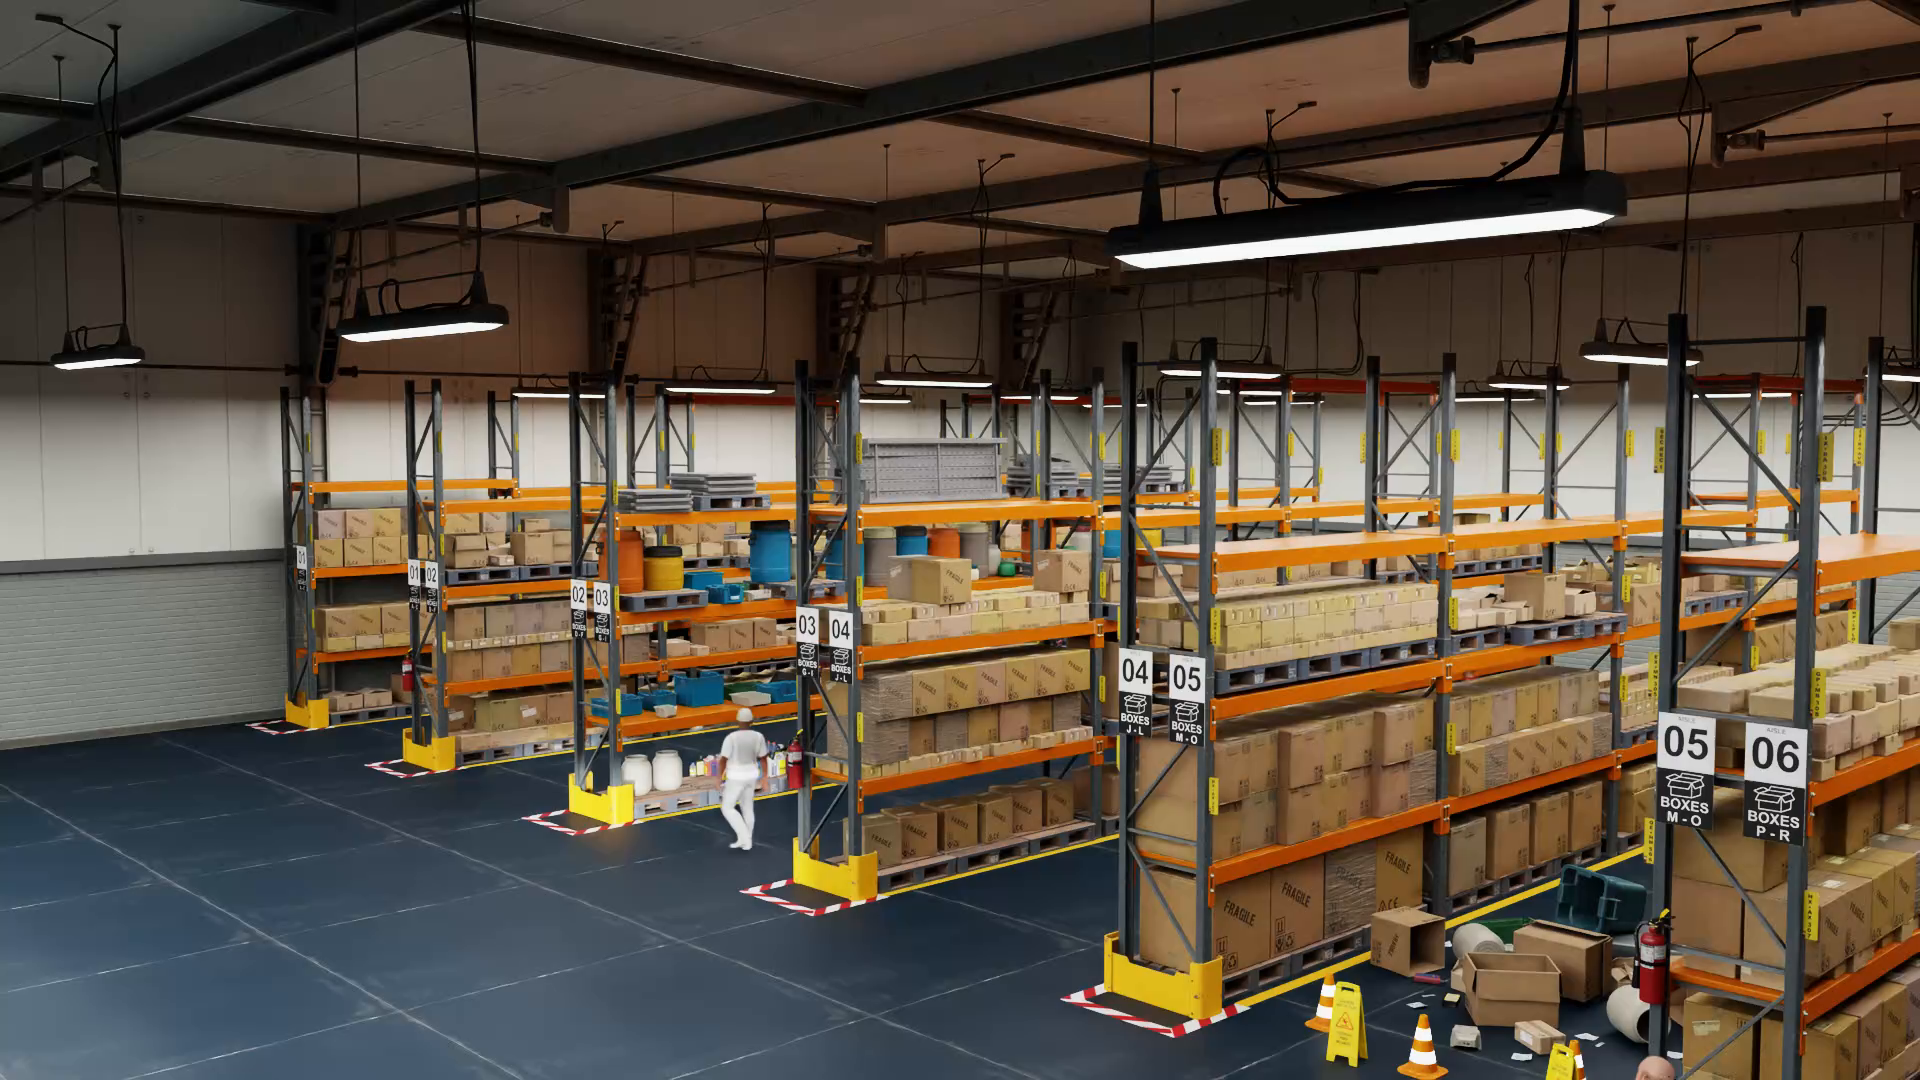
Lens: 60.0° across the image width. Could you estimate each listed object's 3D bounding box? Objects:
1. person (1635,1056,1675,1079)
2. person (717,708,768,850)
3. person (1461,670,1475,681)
[{"bbox_3d":[3.849,3.702,9.284,0.435,1.739,0.700,1,4,22],"label":"person"},{"bbox_3d":[-2.679,2.957,20.585,0.456,1.772,0.630,3,5,39],"label":"person"},{"bbox_3d":[7.653,2.700,25.192,0.452,1.737,0.642,1,4,17],"label":"person"}]
